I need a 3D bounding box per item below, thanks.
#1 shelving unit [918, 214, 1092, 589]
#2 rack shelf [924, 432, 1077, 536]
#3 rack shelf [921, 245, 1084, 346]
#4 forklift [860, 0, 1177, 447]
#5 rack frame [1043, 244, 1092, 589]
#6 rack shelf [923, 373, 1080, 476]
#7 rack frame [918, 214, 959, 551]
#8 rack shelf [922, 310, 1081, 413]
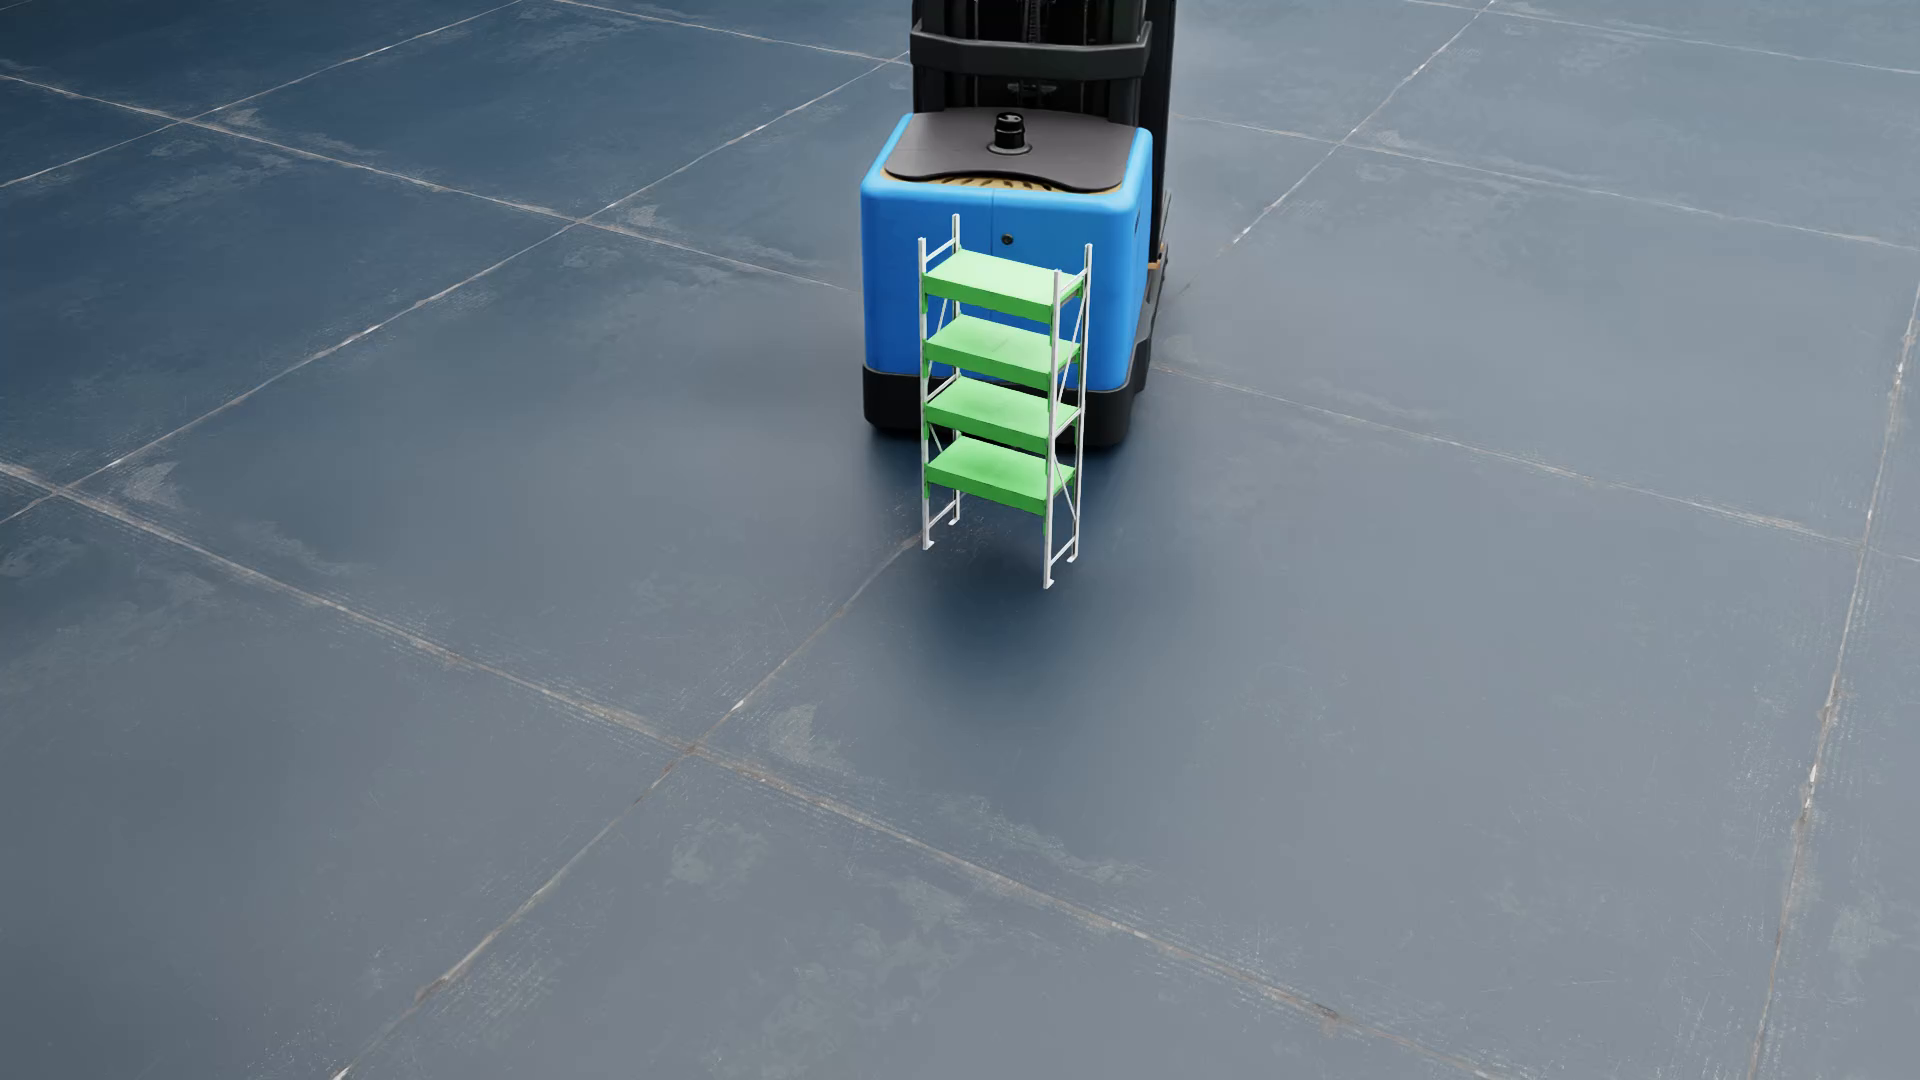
[{"bbox_3d":[0.144,-0.454,5.650,0.503,1.200,0.258,18,37,24],"label":"shelving unit"},{"bbox_3d":[0.144,-0.201,5.818,0.480,0.148,0.258,18,37,24],"label":"rack shelf"},{"bbox_3d":[0.144,-0.800,5.419,0.480,0.148,0.258,18,37,24],"label":"rack shelf"},{"bbox_3d":[0.387,-2.391,6.996,1.130,2.935,3.031,6,34,9],"label":"forklift"},{"bbox_3d":[0.356,-0.387,5.549,0.015,1.200,0.240,18,37,24],"label":"rack frame"},{"bbox_3d":[0.144,-0.401,5.685,0.480,0.148,0.258,18,37,24],"label":"rack shelf"},{"bbox_3d":[-0.068,-0.521,5.751,0.015,1.200,0.240,18,37,24],"label":"rack frame"},{"bbox_3d":[0.144,-0.600,5.552,0.480,0.148,0.258,18,37,24],"label":"rack shelf"}]
